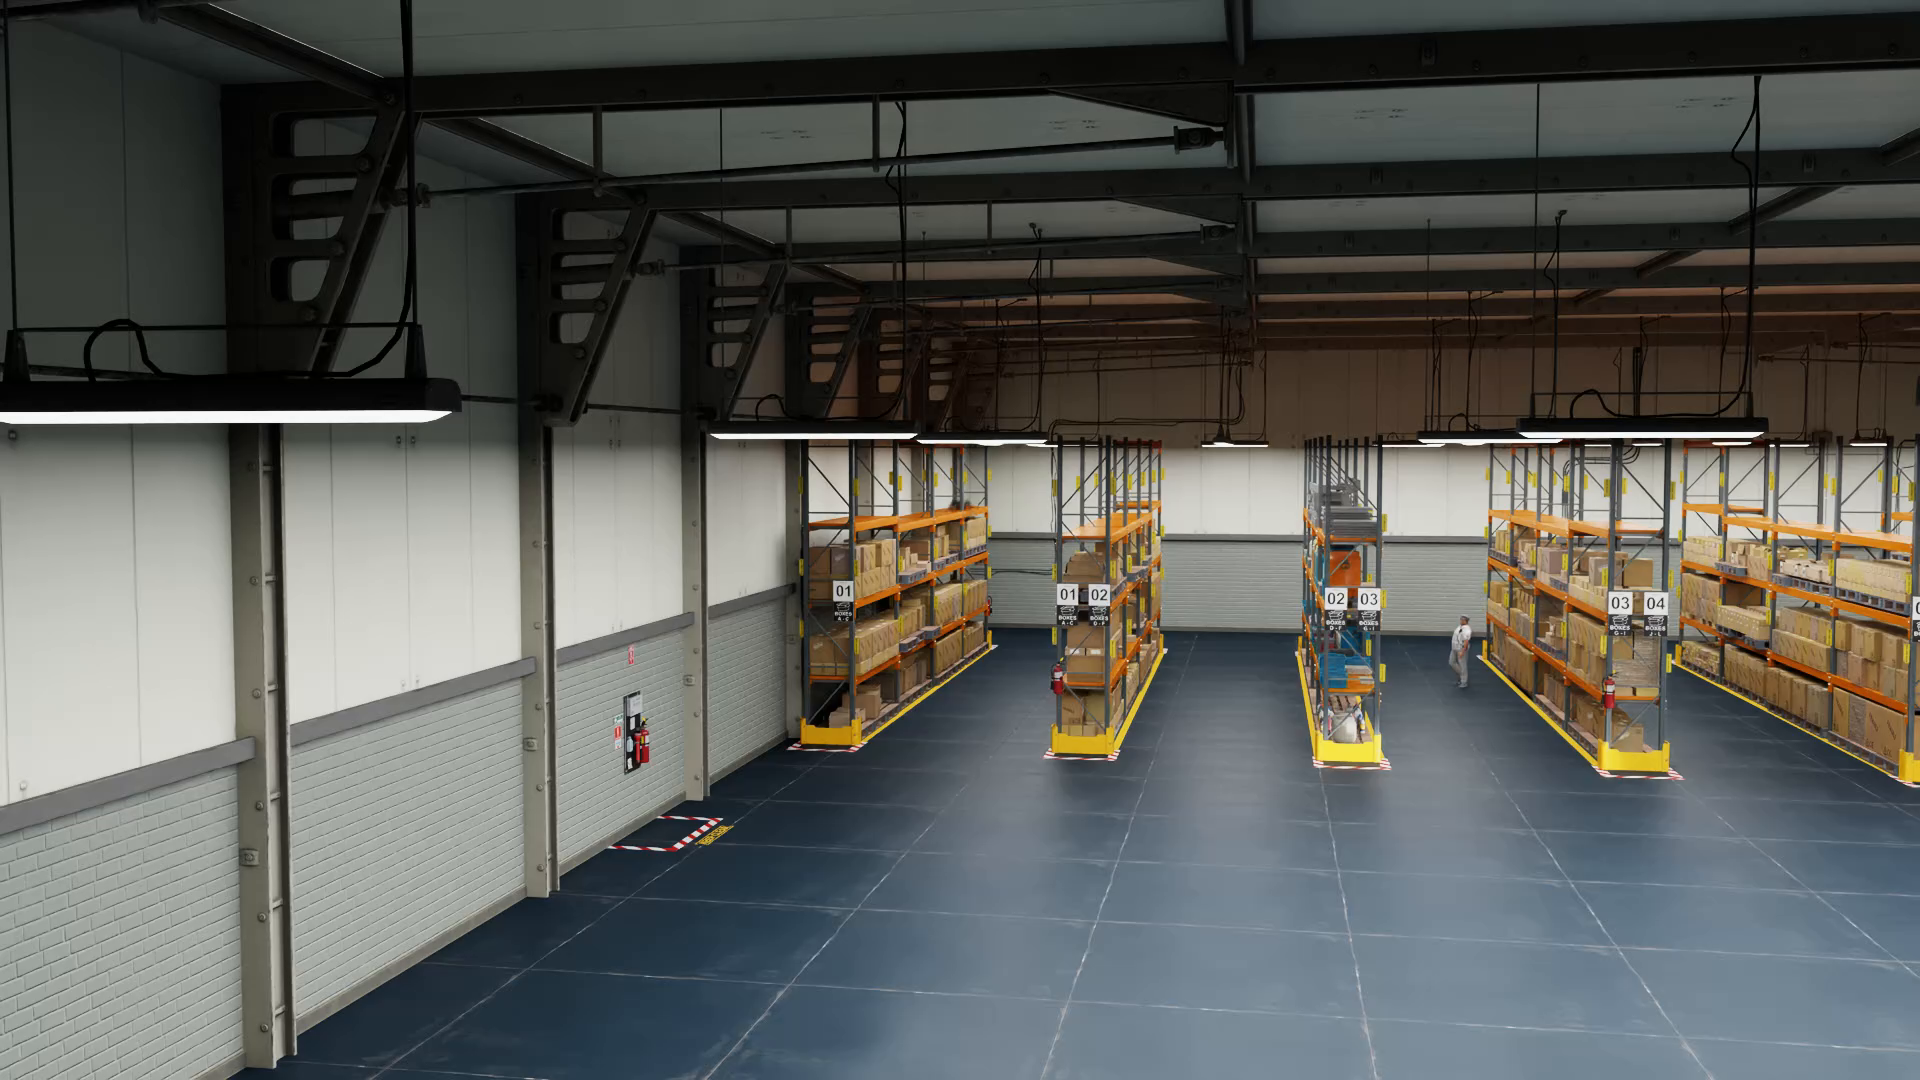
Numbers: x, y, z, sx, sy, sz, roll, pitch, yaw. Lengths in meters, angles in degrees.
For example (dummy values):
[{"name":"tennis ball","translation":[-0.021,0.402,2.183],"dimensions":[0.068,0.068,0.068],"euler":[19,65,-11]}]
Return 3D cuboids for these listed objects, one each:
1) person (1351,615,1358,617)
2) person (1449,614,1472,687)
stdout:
[{"name":"person","translation":[11.246,2.313,47.250],"dimensions":[0.549,1.731,0.601],"euler":[3,4,43]},{"name":"person","translation":[12.143,2.675,40.296],"dimensions":[0.451,1.776,0.639],"euler":[-1,3,-17]}]
